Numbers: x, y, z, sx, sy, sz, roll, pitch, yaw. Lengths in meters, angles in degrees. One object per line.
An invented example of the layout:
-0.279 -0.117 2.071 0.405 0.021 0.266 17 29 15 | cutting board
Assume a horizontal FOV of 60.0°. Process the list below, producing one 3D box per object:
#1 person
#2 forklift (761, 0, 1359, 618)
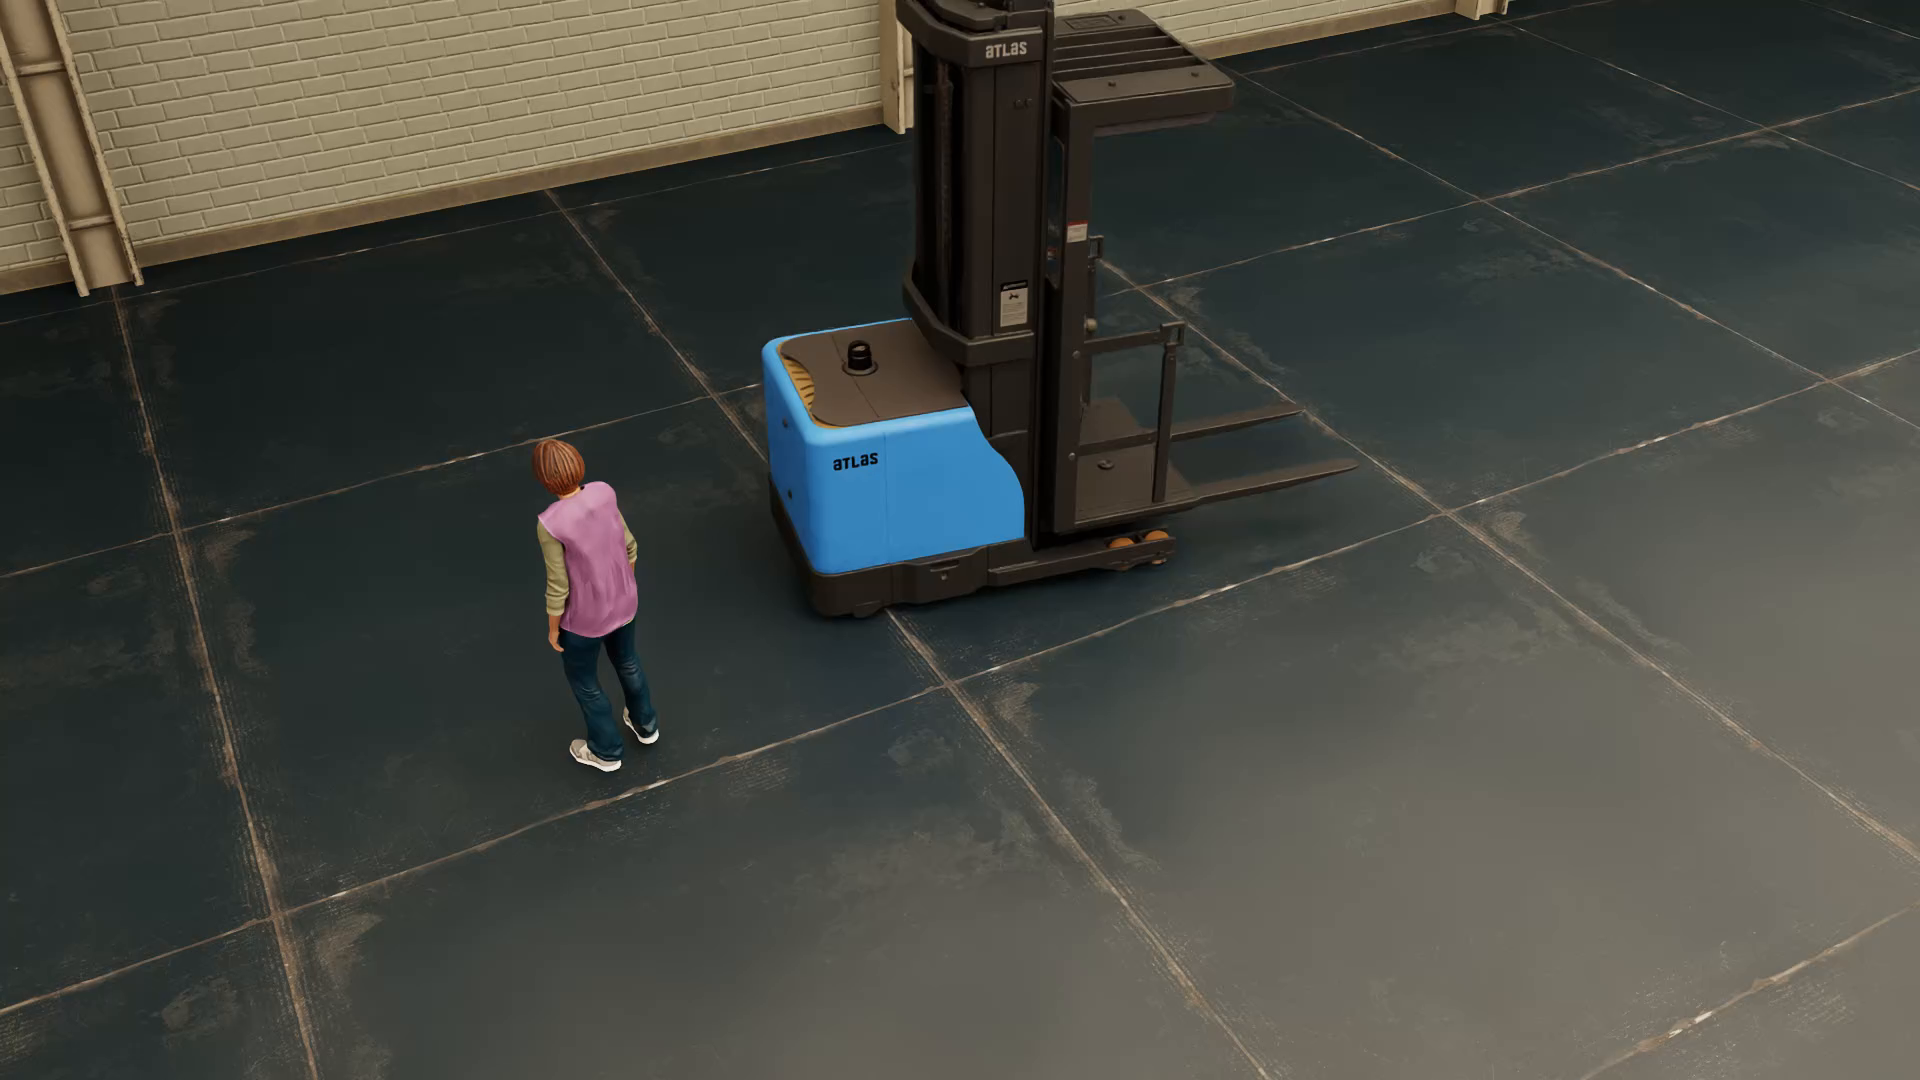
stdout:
-1.513 0.285 6.883 0.348 1.590 0.474 25 43 31 | person
0.581 -1.319 7.989 3.031 2.935 1.130 -11 37 -15 | forklift
